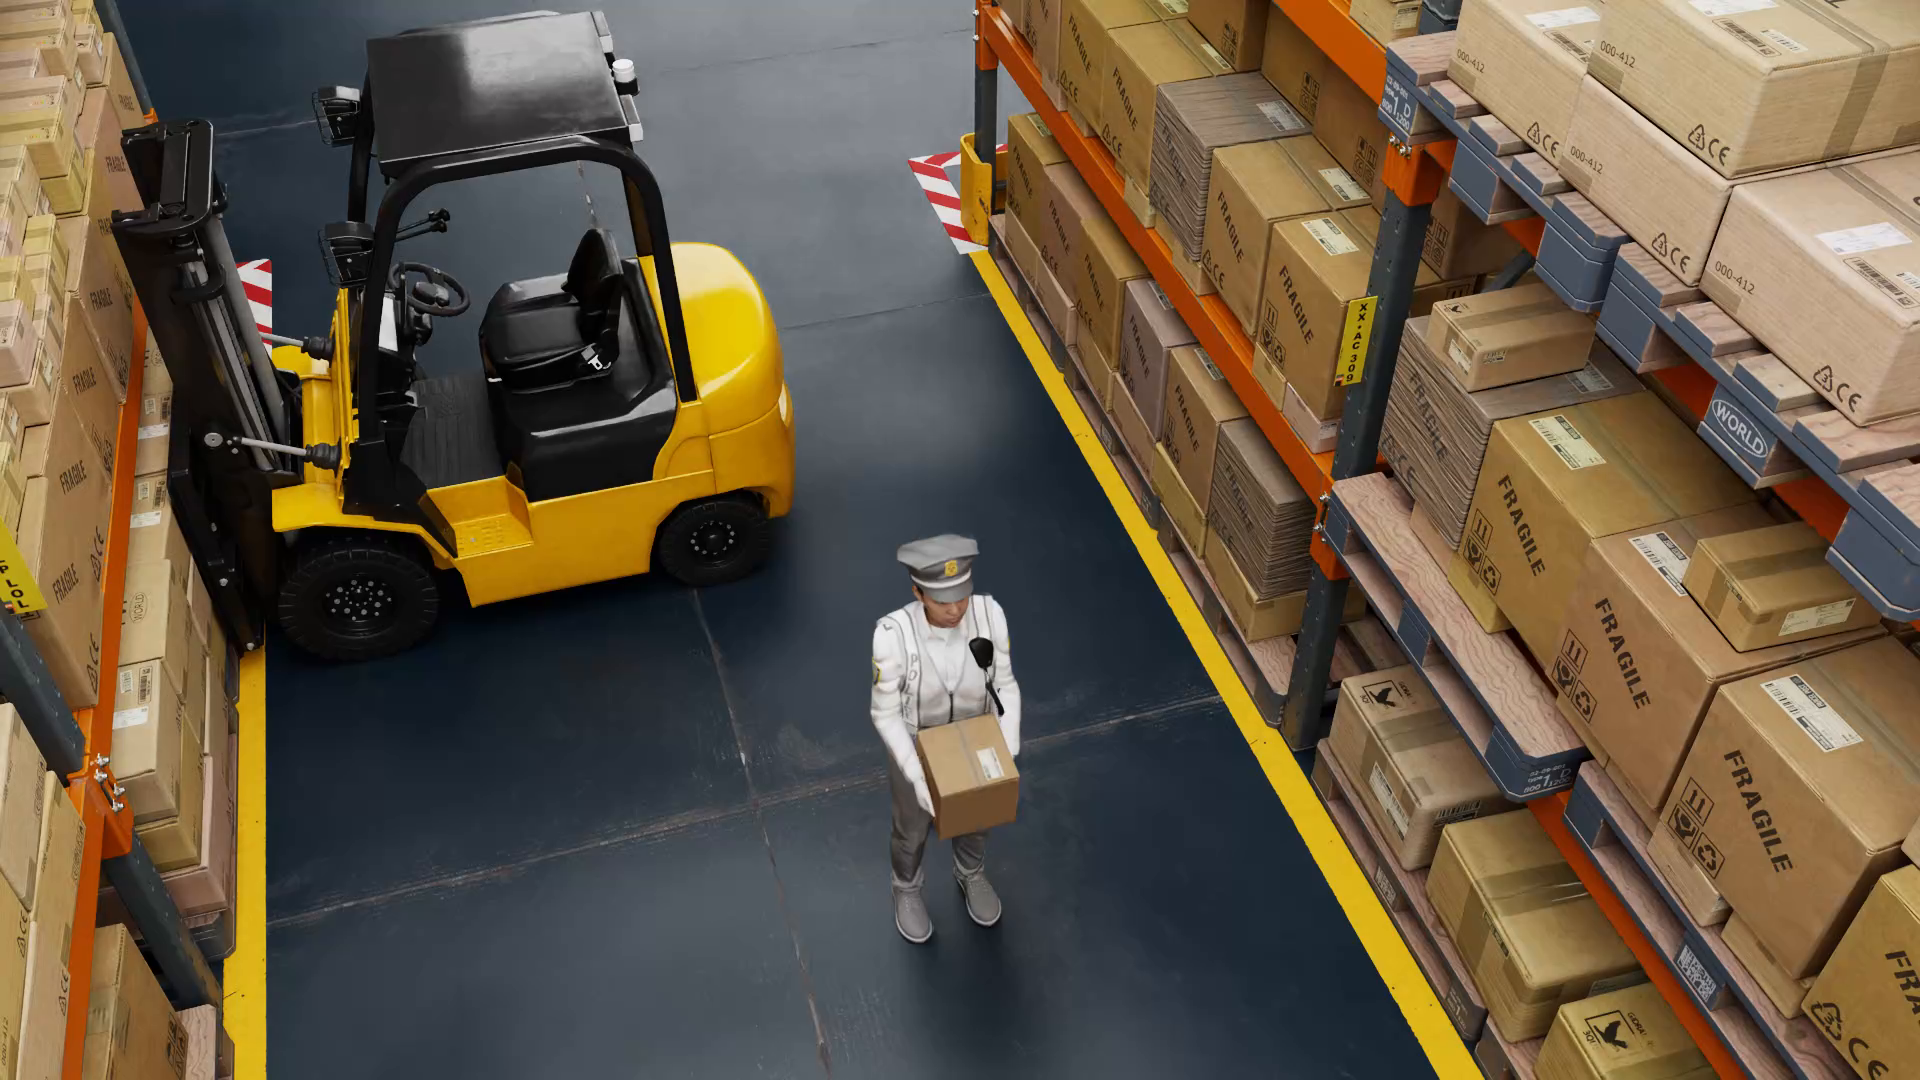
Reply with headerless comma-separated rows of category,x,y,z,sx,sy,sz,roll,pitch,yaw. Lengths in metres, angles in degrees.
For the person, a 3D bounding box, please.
person,-0.039,0.677,5.419,0.534,1.663,0.379,-12,44,-13
